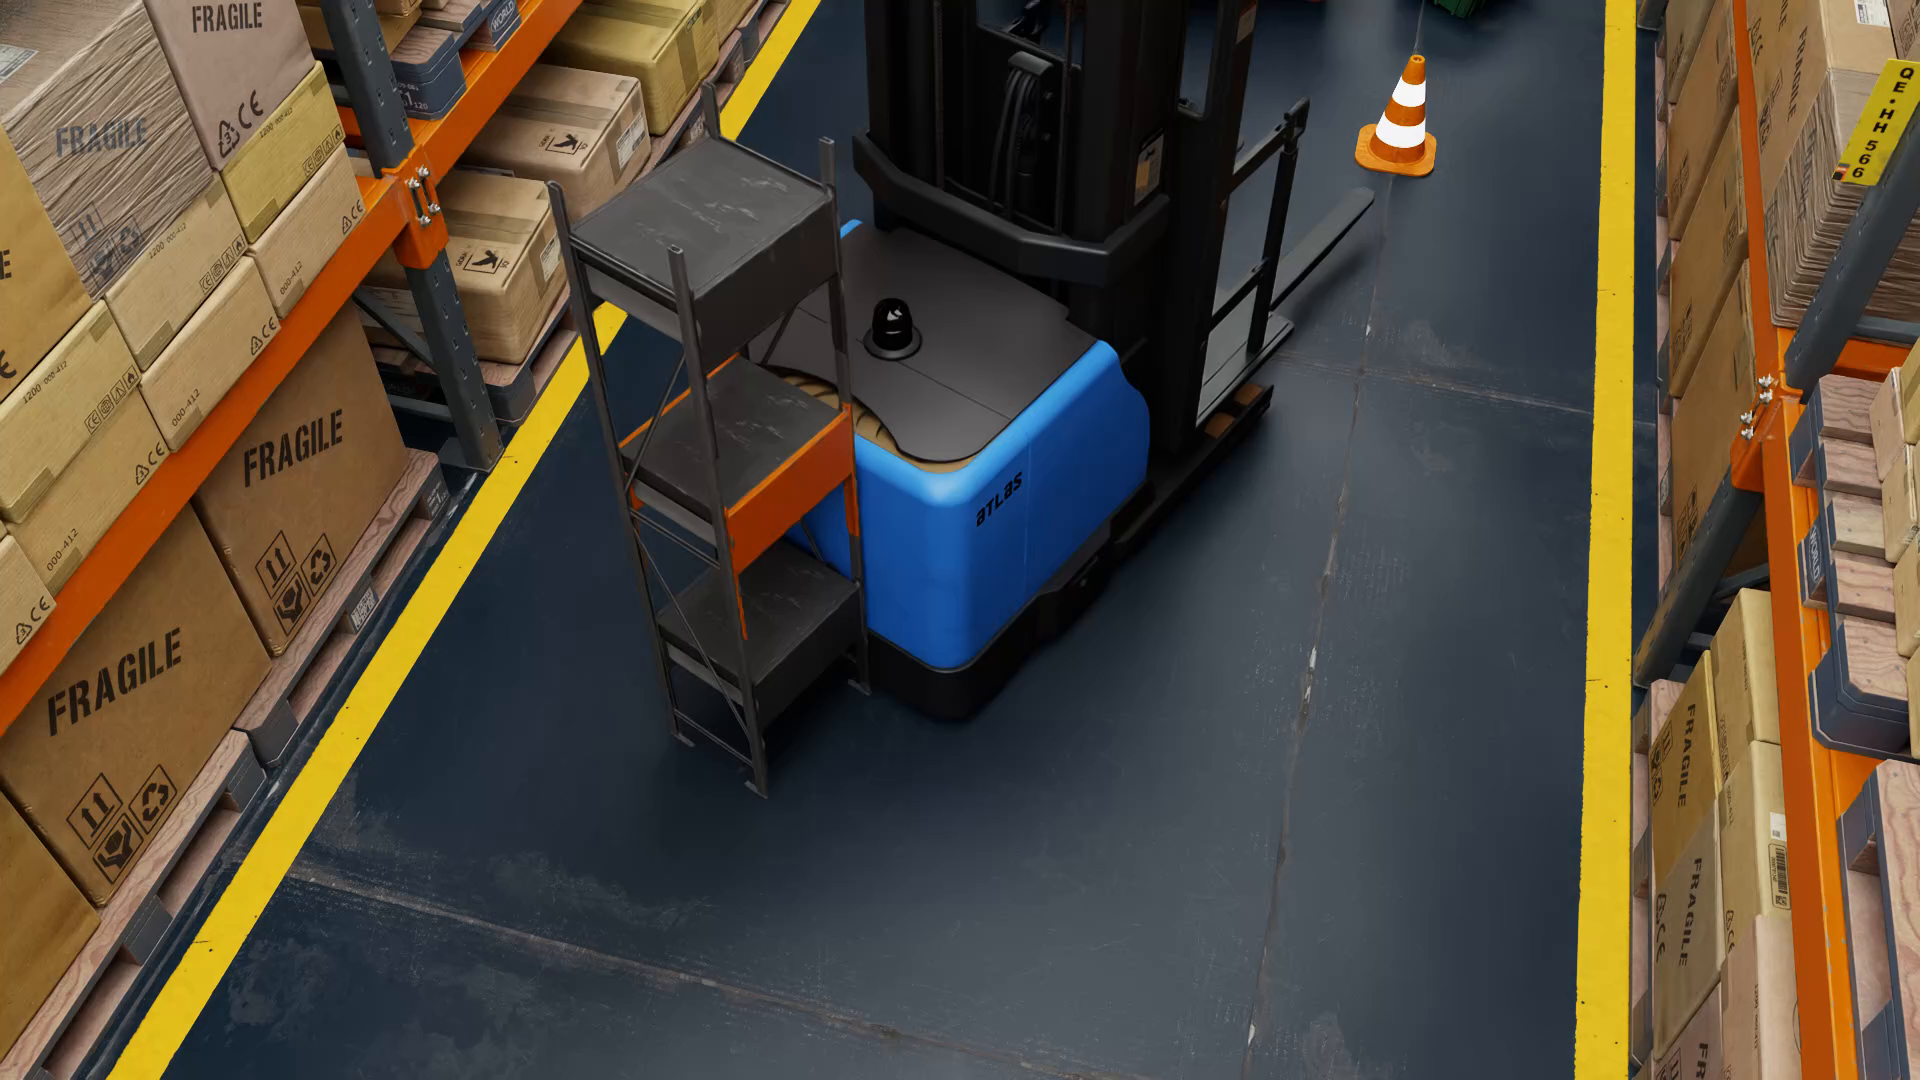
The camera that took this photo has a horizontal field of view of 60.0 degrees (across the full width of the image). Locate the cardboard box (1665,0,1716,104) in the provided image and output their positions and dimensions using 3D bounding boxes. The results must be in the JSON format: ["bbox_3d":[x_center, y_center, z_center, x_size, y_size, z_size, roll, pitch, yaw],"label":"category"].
[{"bbox_3d":[3.630,-2.286,6.987,1.050,0.750,0.750,11,50,10],"label":"cardboard box"}]

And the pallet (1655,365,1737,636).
[{"bbox_3d":[2.934,-0.098,5.695,1.003,0.211,1.213,12,50,10],"label":"pallet"}]

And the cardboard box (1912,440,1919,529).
[{"bbox_3d":[2.264,-0.113,3.538,0.380,0.149,0.250,14,50,12],"label":"cardboard box"}]

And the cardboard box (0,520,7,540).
[{"bbox_3d":[-2.413,0.037,3.483,0.500,0.250,0.500,10,49,9],"label":"cardboard box"}]

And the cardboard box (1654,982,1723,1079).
[{"bbox_3d":[1.962,1.421,3.882,0.500,0.500,0.500,10,49,9],"label":"cardboard box"}]

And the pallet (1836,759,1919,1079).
[{"bbox_3d":[2.173,1.038,2.961,1.003,0.211,1.213,12,50,10],"label":"pallet"}]

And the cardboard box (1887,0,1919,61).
[{"bbox_3d":[2.914,-1.518,4.355,0.700,0.500,0.500,11,49,9],"label":"cardboard box"}]

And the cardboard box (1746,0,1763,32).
[{"bbox_3d":[2.909,-1.971,5.422,0.500,0.500,0.500,12,50,11],"label":"cardboard box"}]

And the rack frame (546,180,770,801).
[{"bbox_3d":[-0.742,0.001,4.348,0.400,2.100,0.015,30,55,24],"label":"rack frame"}]

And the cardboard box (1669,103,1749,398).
[{"bbox_3d":[3.128,-0.915,5.778,1.050,0.750,0.750,12,50,11],"label":"cardboard box"}]

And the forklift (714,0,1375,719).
[{"bbox_3d":[0.486,-1.474,5.096,1.130,2.935,3.031,30,55,24],"label":"forklift"}]

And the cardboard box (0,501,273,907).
[{"bbox_3d":[-2.649,0.323,4.601,0.875,0.875,0.875,12,50,10],"label":"cardboard box"}]

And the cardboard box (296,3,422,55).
[{"bbox_3d":[-1.883,-1.623,5.069,0.380,0.149,0.250,9,49,8],"label":"cardboard box"}]

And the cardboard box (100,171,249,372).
[{"bbox_3d":[-2.162,-0.713,4.145,0.500,0.250,0.500,10,49,9],"label":"cardboard box"}]

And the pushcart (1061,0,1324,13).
[{"bbox_3d":[1.118,-2.981,8.129,1.648,0.377,0.936,-4,49,-3],"label":"pushcart"}]

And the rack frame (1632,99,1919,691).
[{"bbox_3d":[2.654,-0.465,4.160,1.000,3.000,0.127,12,50,10],"label":"rack frame"}]

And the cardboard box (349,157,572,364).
[{"bbox_3d":[-1.990,-1.045,6.144,0.950,0.372,0.625,9,49,7],"label":"cardboard box"}]

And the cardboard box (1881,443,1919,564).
[{"bbox_3d":[2.271,-0.043,3.675,0.380,0.149,0.250,14,50,12],"label":"cardboard box"}]

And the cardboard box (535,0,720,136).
[{"bbox_3d":[-1.598,-2.128,7.100,0.950,0.372,0.625,13,50,11],"label":"cardboard box"}]

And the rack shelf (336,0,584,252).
[{"bbox_3d":[-1.621,-2.577,6.504,1.077,0.370,4.000,12,50,10],"label":"rack shelf"}]

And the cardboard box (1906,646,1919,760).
[{"bbox_3d":[2.131,0.348,3.330,0.380,0.149,0.250,14,50,12],"label":"cardboard box"}]

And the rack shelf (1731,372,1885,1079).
[{"bbox_3d":[2.128,1.220,3.153,1.077,0.370,4.000,12,50,10],"label":"rack shelf"}]

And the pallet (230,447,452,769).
[{"bbox_3d":[-2.428,0.109,5.513,1.003,0.211,1.213,12,50,10],"label":"pallet"}]

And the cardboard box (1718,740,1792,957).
[{"bbox_3d":[2.106,0.793,3.937,0.500,0.250,0.500,11,49,10],"label":"cardboard box"}]

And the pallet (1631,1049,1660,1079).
[{"bbox_3d":[2.124,1.902,3.930,1.003,0.211,1.213,12,50,10],"label":"pallet"}]

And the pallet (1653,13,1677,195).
[{"bbox_3d":[3.577,-1.863,7.253,1.003,0.211,1.213,12,50,10],"label":"pallet"}]

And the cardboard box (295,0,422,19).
[{"bbox_3d":[-1.806,-1.919,4.898,0.500,0.500,0.500,10,49,9],"label":"cardboard box"}]

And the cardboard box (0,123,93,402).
[{"bbox_3d":[-2.296,-0.577,3.525,0.500,0.500,0.500,12,50,10],"label":"cardboard box"}]

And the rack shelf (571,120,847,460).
[{"bbox_3d":[-0.594,-0.598,3.962,0.431,0.518,0.480,30,55,24],"label":"rack shelf"}]

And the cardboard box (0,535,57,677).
[{"bbox_3d":[-2.405,0.206,3.668,0.500,0.250,0.500,11,49,9],"label":"cardboard box"}]

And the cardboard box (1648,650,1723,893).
[{"bbox_3d":[2.222,0.684,4.532,0.500,0.500,0.500,10,49,8],"label":"cardboard box"}]

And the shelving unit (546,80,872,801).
[{"bbox_3d":[-0.594,-0.144,4.477,0.431,2.100,0.503,30,55,24],"label":"shelving unit"}]

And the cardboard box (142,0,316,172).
[{"bbox_3d":[-2.032,-1.307,4.169,0.500,0.500,0.500,10,49,9],"label":"cardboard box"}]

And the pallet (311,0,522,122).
[{"bbox_3d":[-2.063,-1.842,5.503,1.213,0.211,1.003,12,50,10],"label":"pallet"}]

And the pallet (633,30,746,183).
[{"bbox_3d":[-1.618,-1.891,7.278,1.003,0.211,1.213,12,50,10],"label":"pallet"}]

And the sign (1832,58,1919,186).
[{"bbox_3d":[2.118,-0.955,3.820,0.100,0.325,0.005,12,50,10],"label":"sign"}]

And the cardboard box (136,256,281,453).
[{"bbox_3d":[-2.150,-0.530,4.317,0.500,0.250,0.500,12,50,11],"label":"cardboard box"}]

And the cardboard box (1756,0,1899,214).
[{"bbox_3d":[2.646,-1.237,4.775,0.500,0.500,0.500,12,50,10],"label":"cardboard box"}]

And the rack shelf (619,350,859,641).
[{"bbox_3d":[-0.594,-0.135,4.487,0.431,0.518,0.480,30,55,24],"label":"rack shelf"}]
